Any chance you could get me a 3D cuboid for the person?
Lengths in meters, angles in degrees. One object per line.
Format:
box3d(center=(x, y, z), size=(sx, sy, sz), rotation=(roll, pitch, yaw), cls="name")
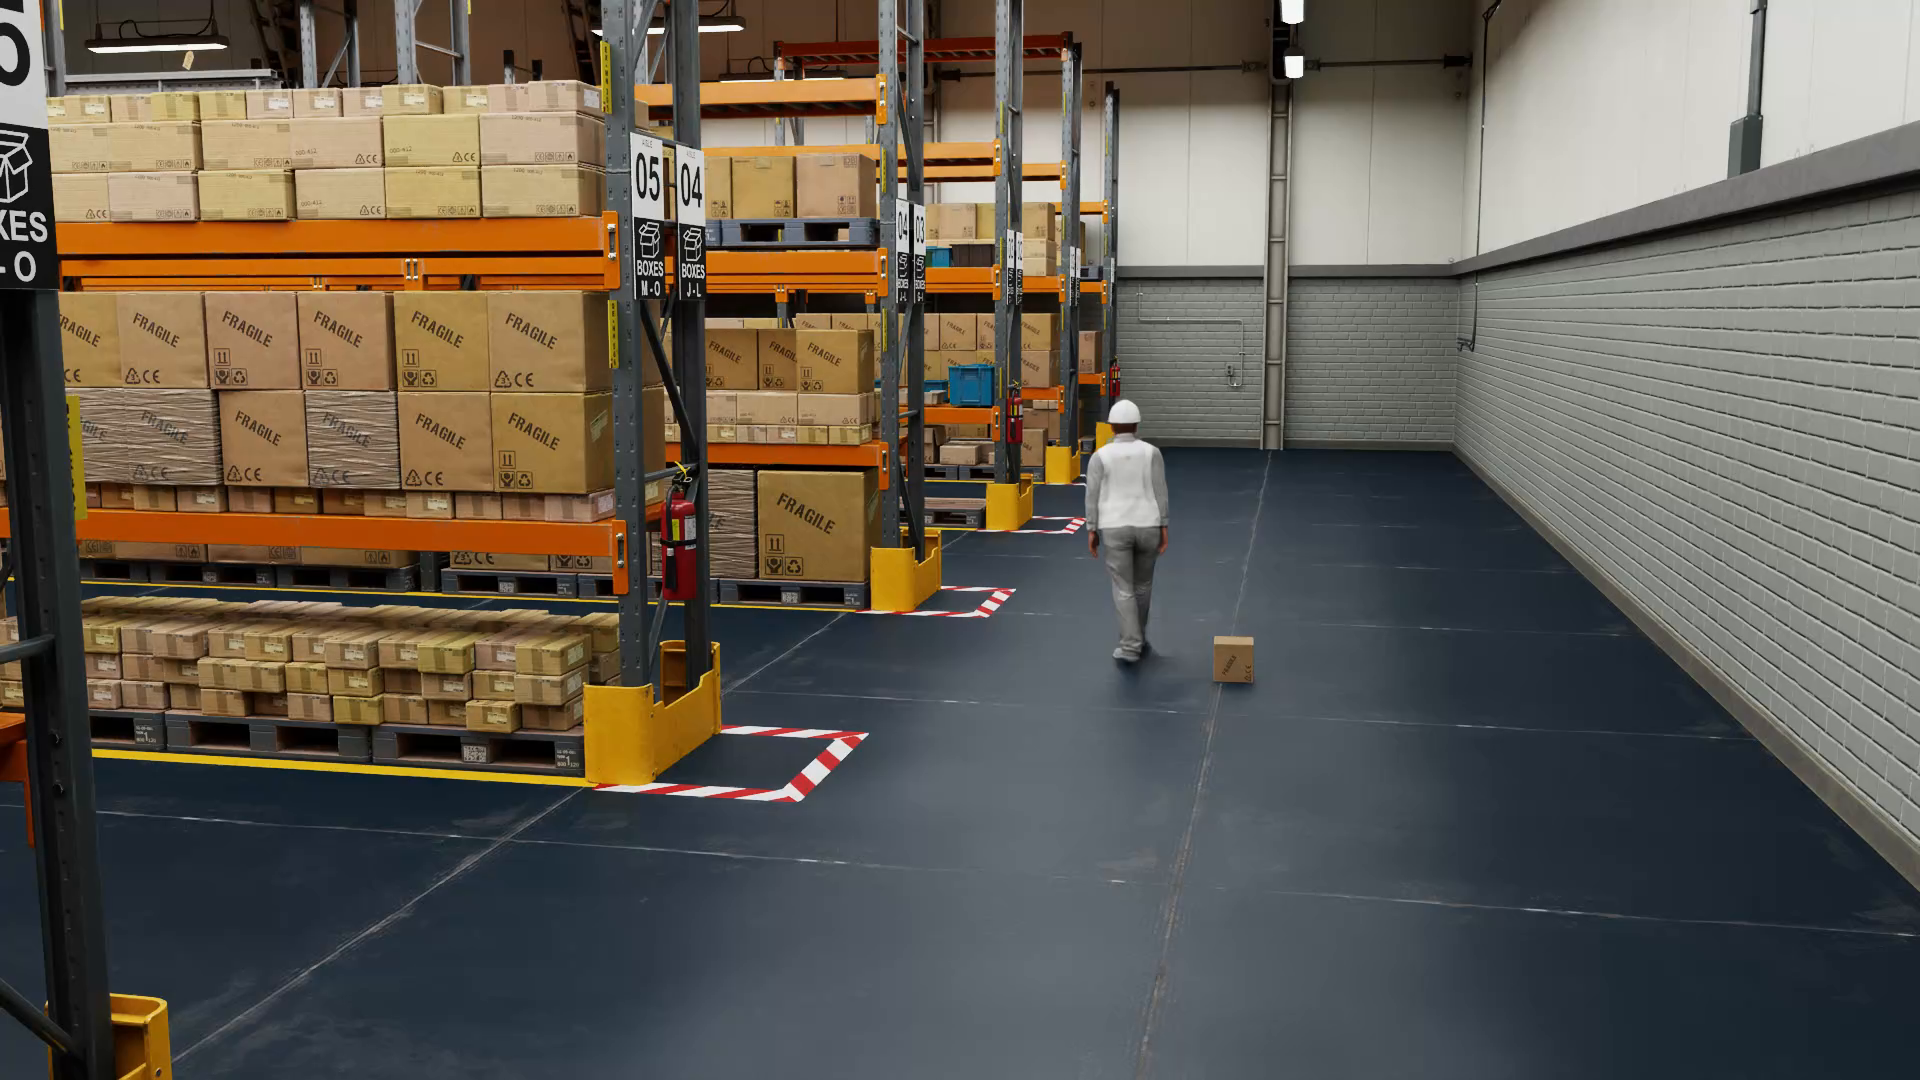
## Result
box3d(center=(1.124, -0.078, 11.314), size=(0.553, 1.741, 0.890), rotation=(-1, 8, -8), cls="person")
